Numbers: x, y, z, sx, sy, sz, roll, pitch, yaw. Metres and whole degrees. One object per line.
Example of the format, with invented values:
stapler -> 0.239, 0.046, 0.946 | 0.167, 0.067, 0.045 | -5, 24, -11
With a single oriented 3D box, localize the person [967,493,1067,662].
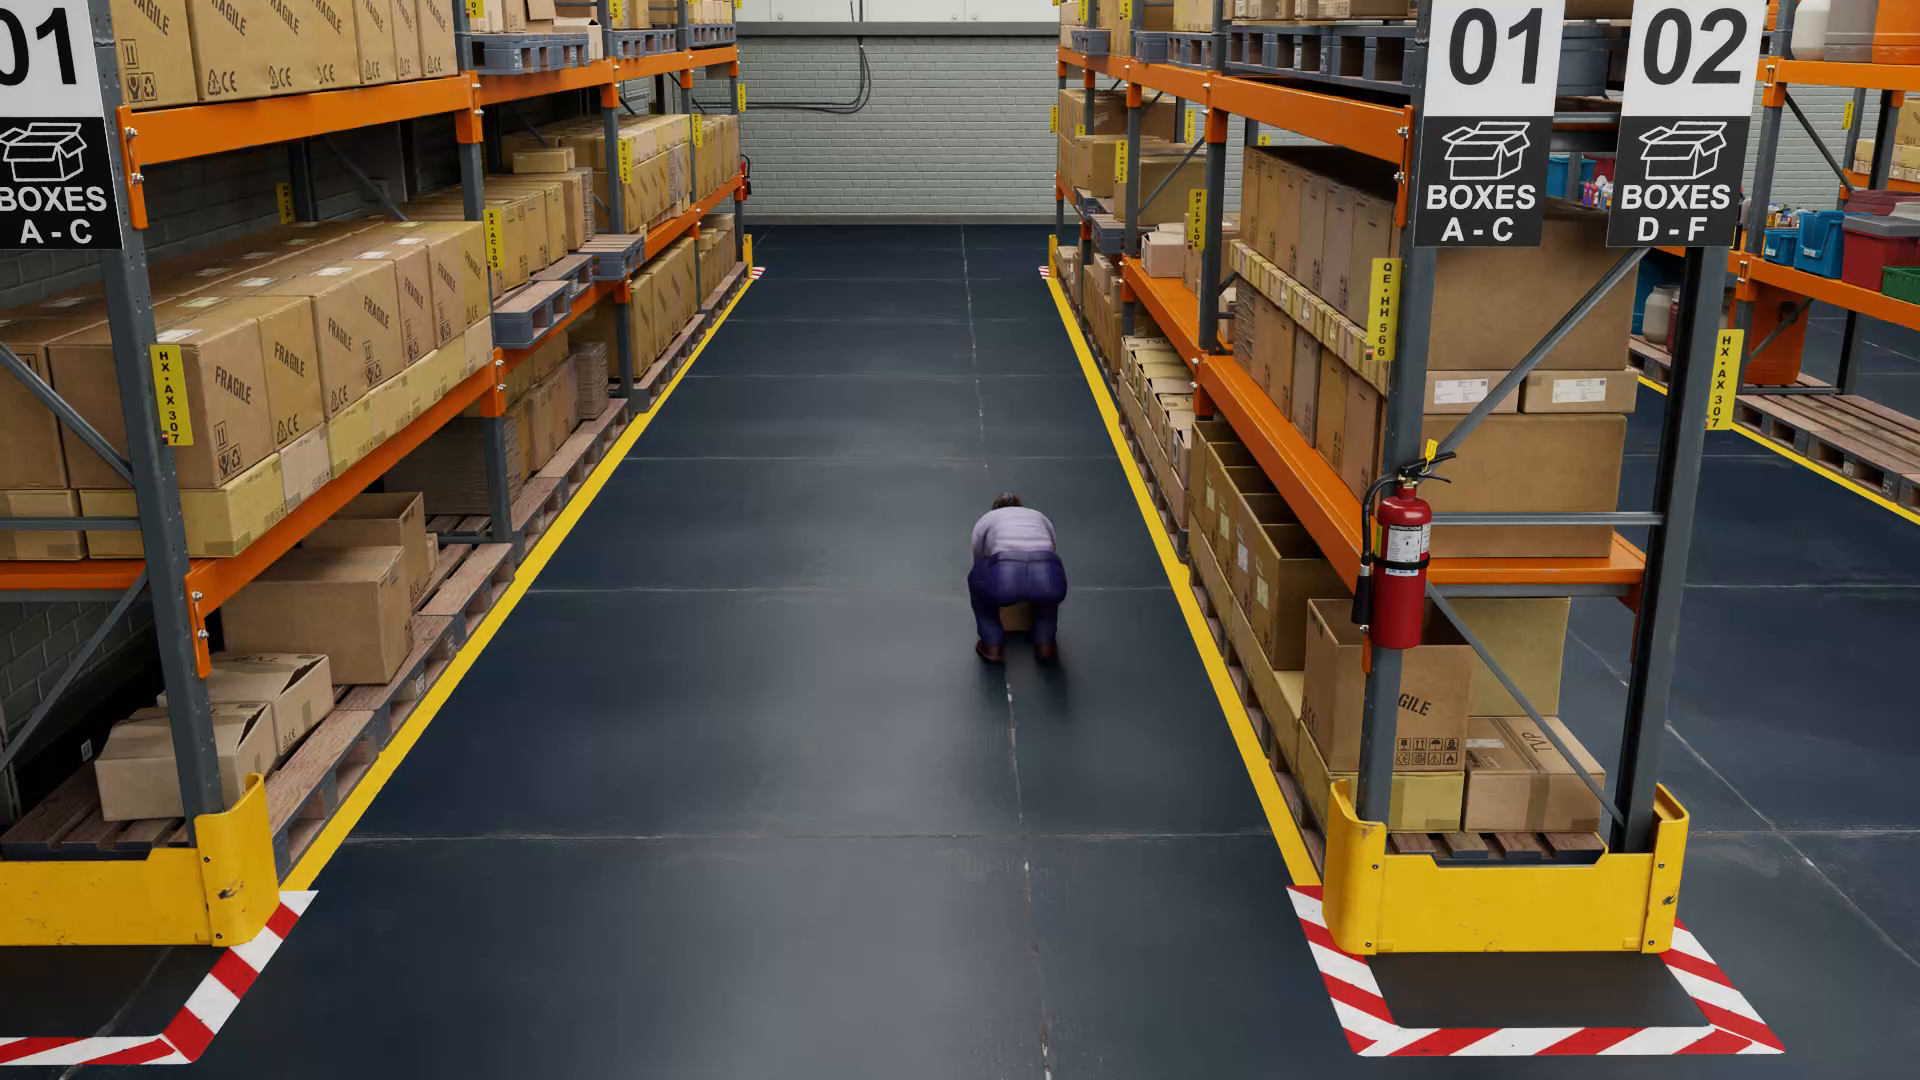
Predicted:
person -> 0.291, 0.200, 8.505 | 0.503, 0.752, 0.879 | 0, 17, -1
